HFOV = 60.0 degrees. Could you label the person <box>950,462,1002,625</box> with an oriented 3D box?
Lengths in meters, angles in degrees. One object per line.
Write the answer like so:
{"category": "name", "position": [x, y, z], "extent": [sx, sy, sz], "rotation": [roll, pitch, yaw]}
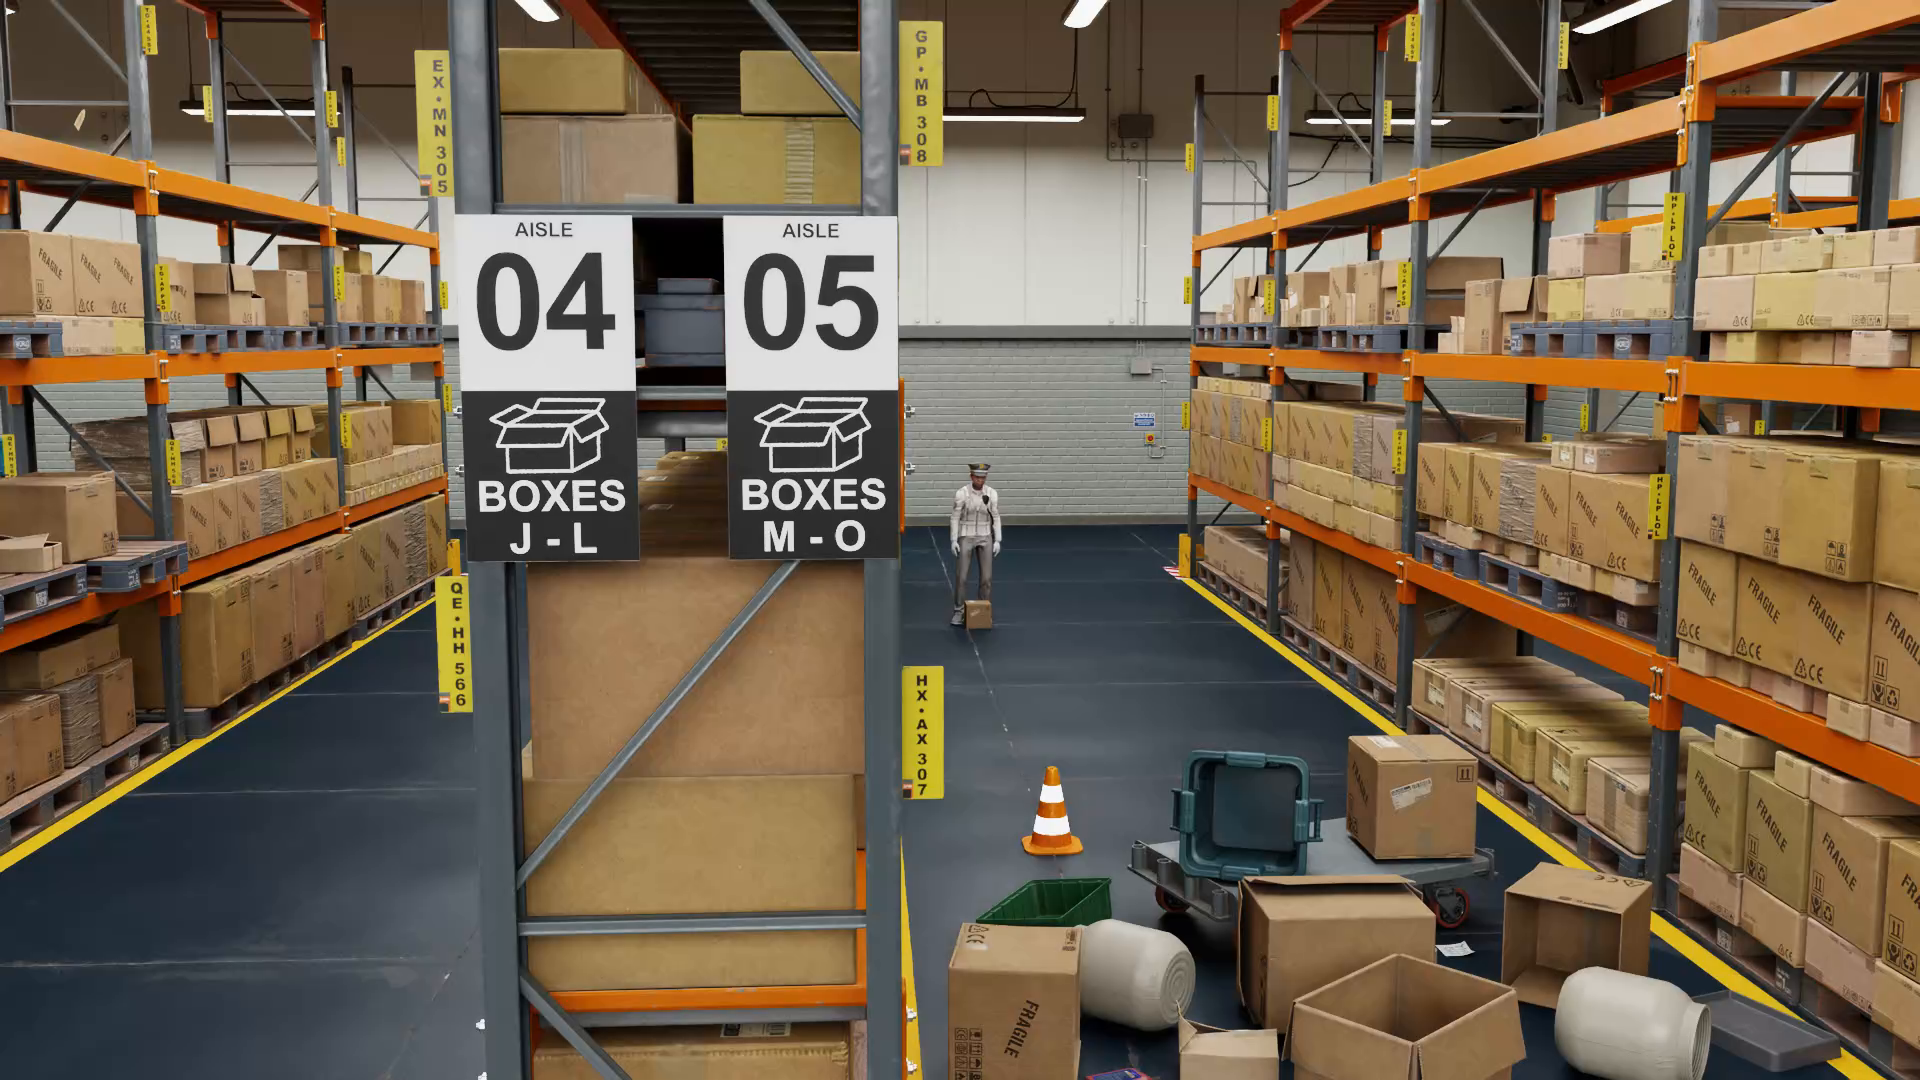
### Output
{"category": "person", "position": [0.161, 0.027, 17.023], "extent": [0.541, 1.662, 0.375], "rotation": [-1, 7, -7]}
